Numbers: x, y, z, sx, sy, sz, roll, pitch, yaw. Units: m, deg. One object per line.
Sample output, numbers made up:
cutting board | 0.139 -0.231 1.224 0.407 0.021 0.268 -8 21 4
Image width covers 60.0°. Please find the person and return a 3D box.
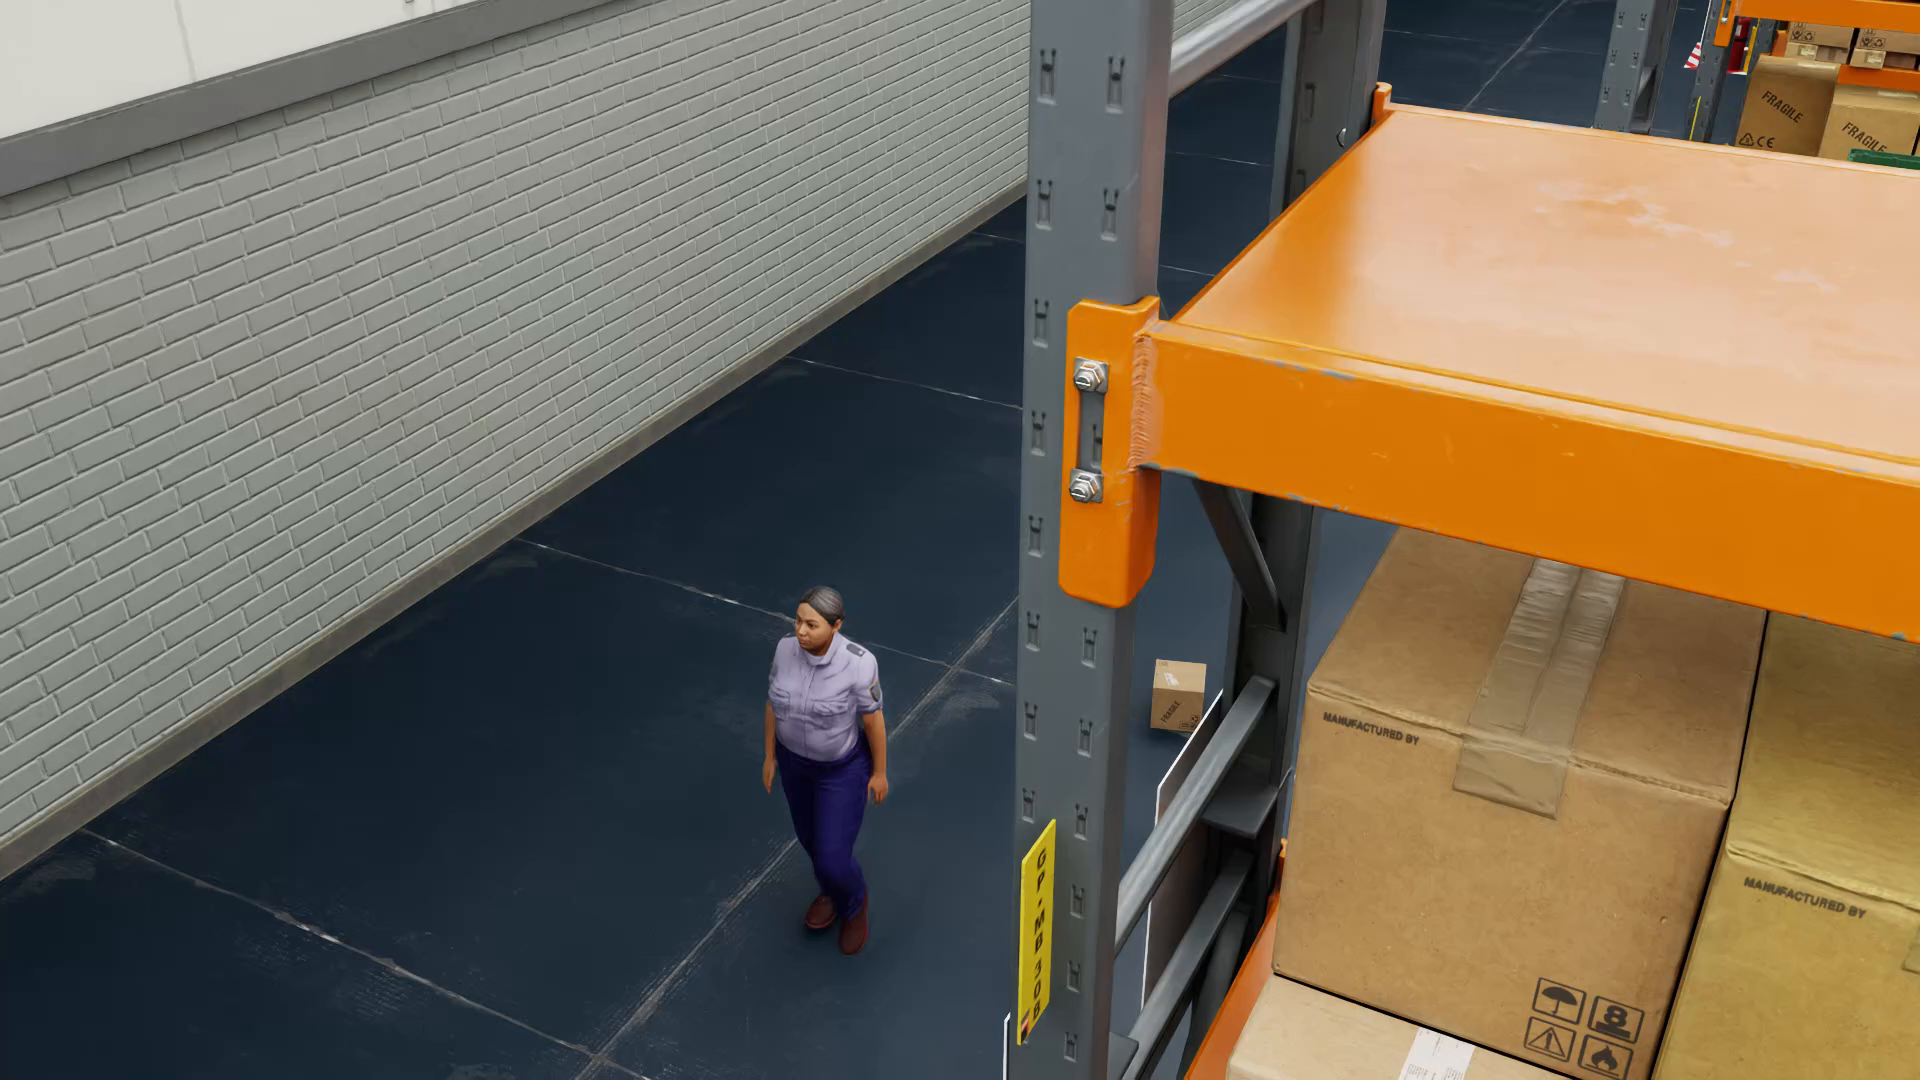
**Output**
person | -0.569 0.948 6.669 0.511 1.692 0.470 16 34 25
